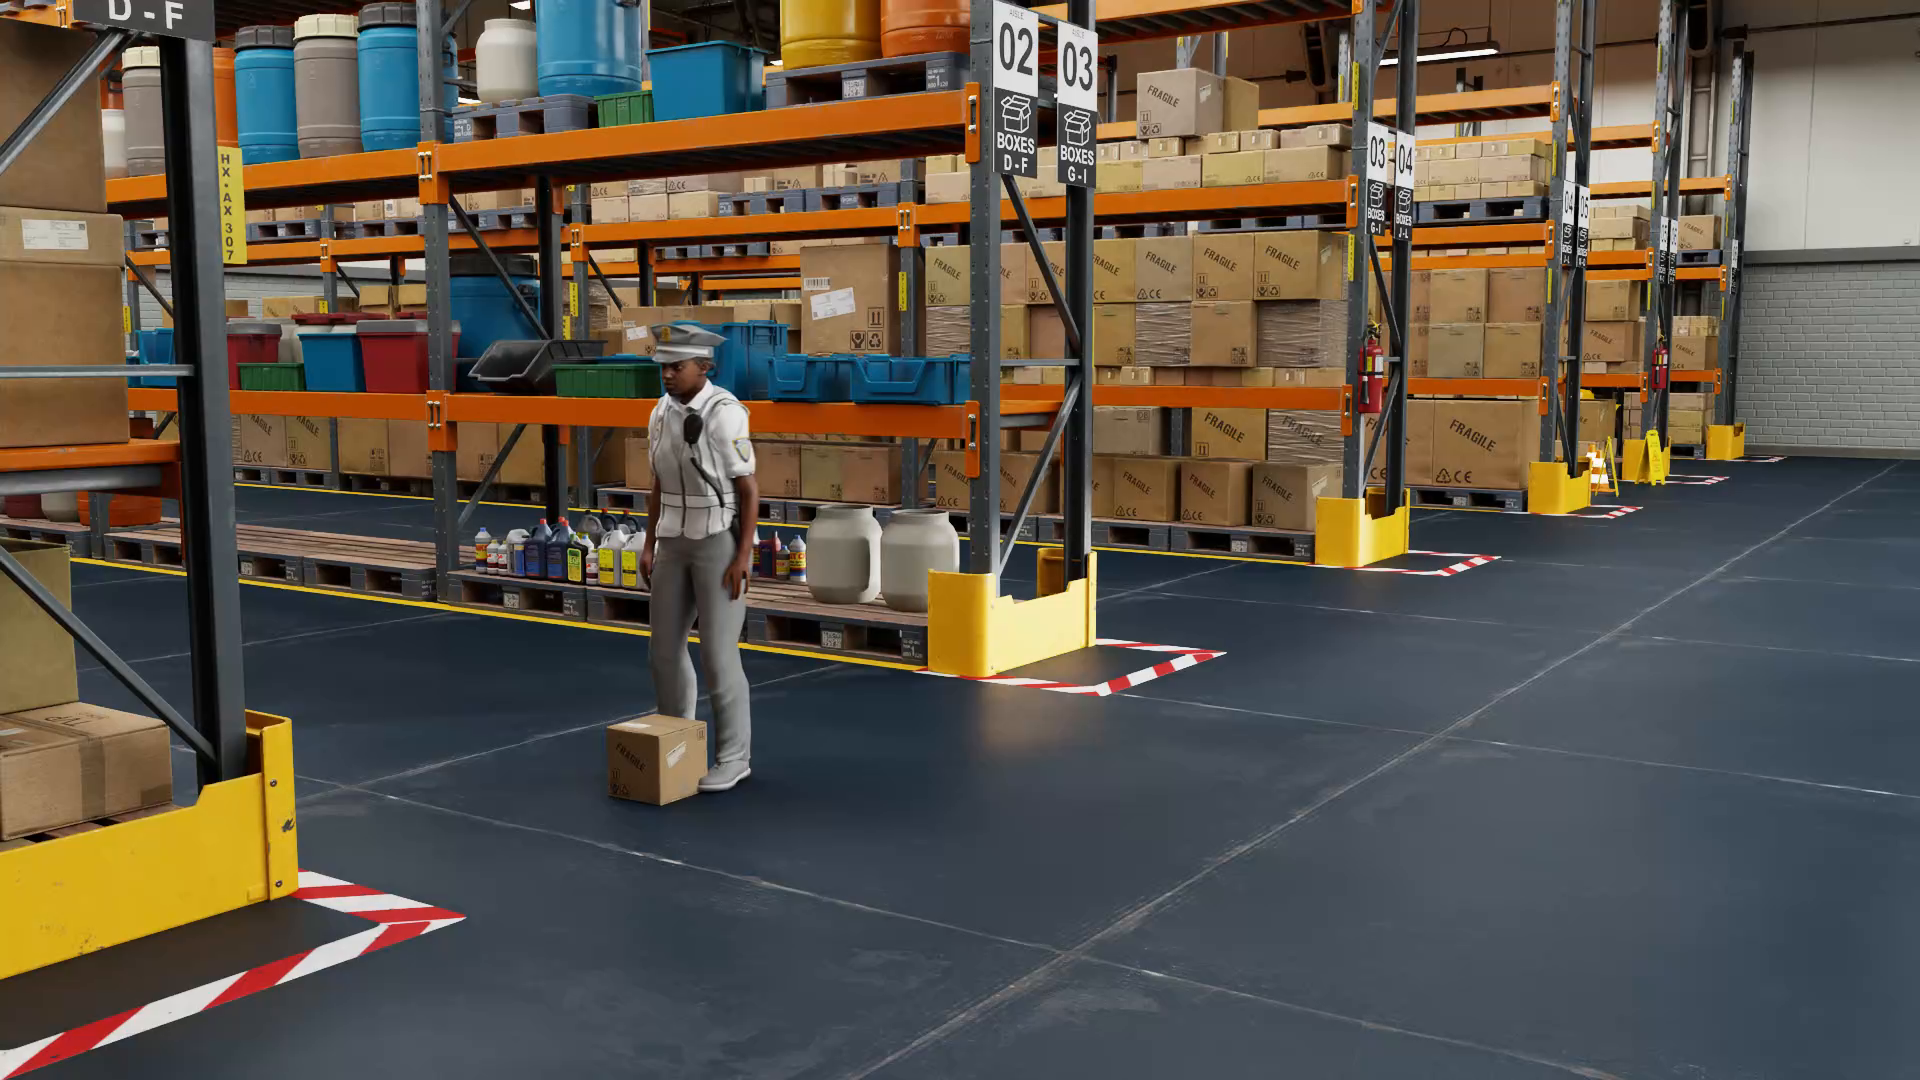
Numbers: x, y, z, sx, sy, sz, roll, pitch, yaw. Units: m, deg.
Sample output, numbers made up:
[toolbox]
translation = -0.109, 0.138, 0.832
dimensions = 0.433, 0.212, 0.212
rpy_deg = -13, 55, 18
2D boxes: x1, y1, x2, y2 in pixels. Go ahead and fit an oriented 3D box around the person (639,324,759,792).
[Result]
[person]
translation = -0.954, 0.056, 6.019
dimensions = 0.515, 1.657, 0.400
rpy_deg = 4, 8, 33
